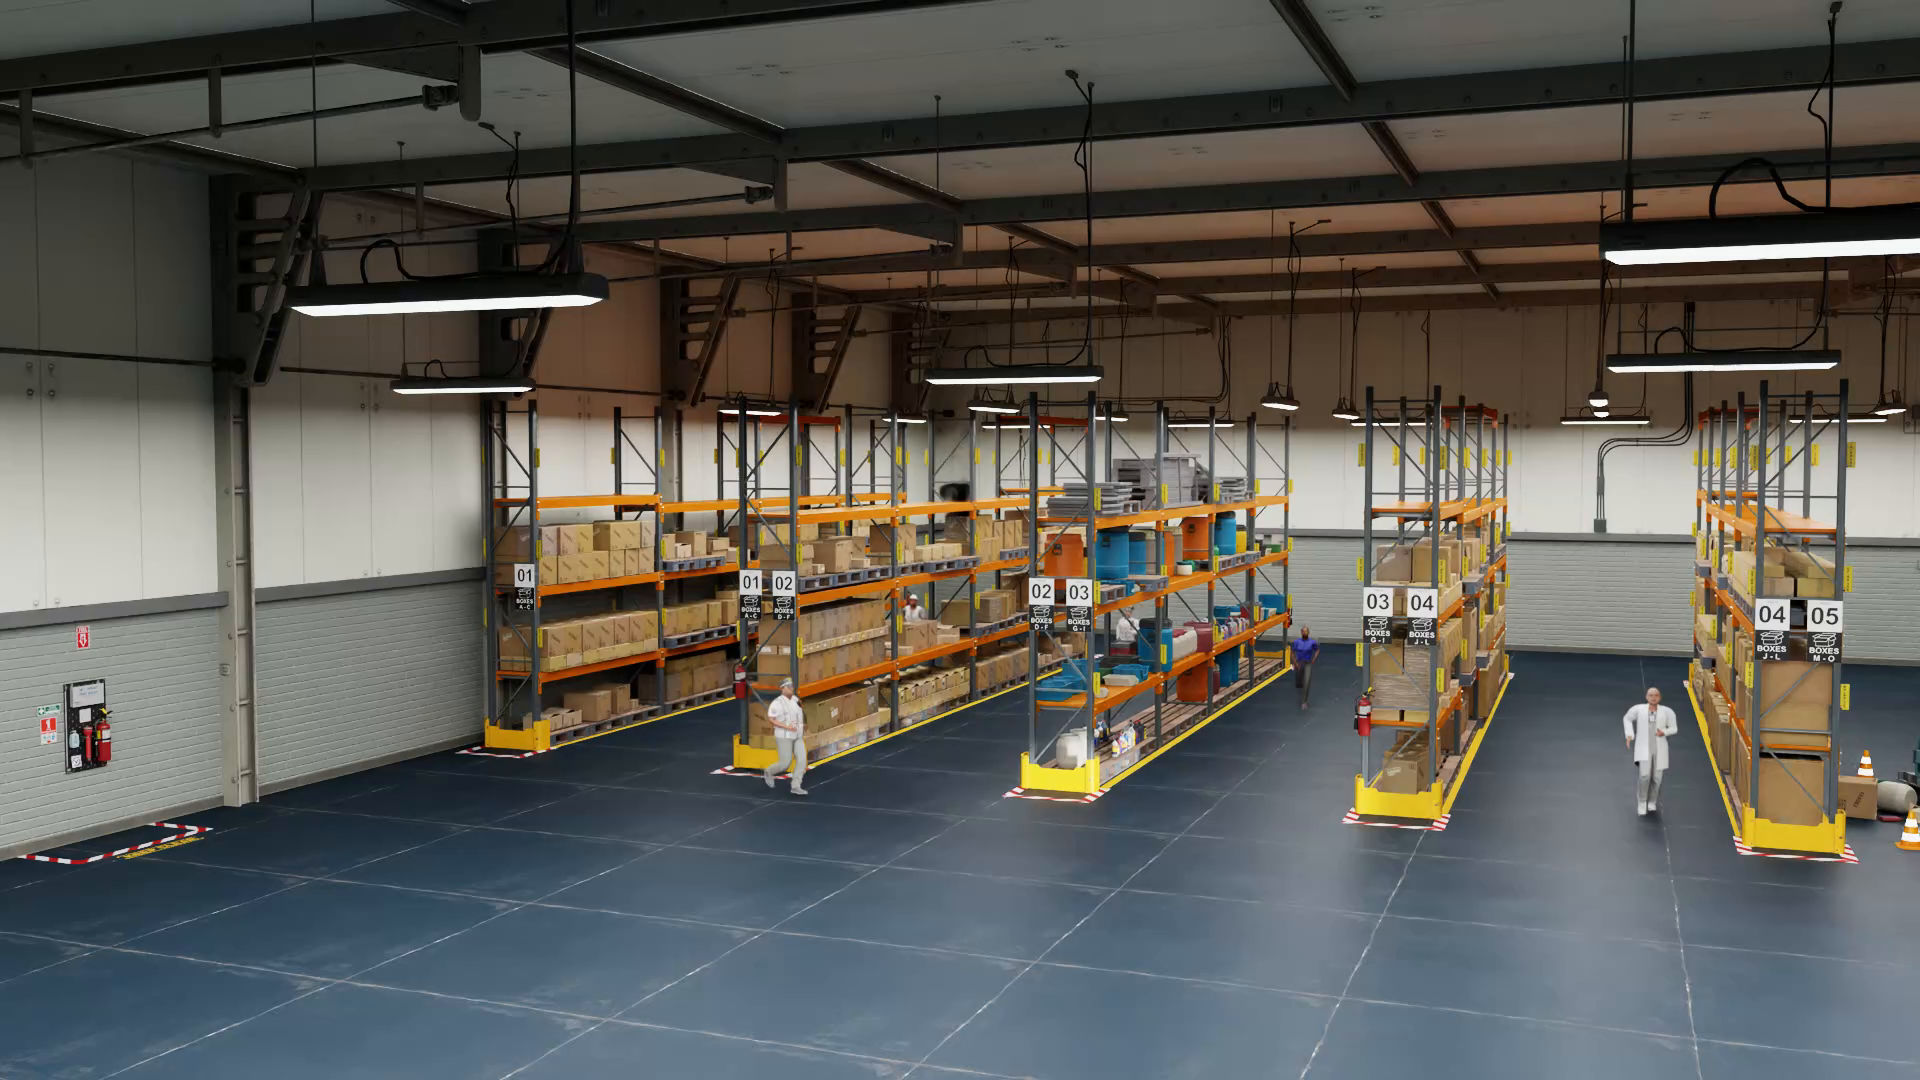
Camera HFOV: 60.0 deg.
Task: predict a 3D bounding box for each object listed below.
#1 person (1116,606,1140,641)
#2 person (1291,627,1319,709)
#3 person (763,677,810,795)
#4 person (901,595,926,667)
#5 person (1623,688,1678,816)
[{"bbox_3d":[3.747,2.279,37.122,0.604,1.656,0.897,1,3,18],"label":"person"},{"bbox_3d":[6.962,2.562,33.591,0.564,1.631,0.892,1,3,18],"label":"person"},{"bbox_3d":[-2.568,2.905,24.790,0.764,1.738,0.670,2,4,40],"label":"person"},{"bbox_3d":[-1.137,2.161,39.490,0.652,1.738,0.739,0,3,6],"label":"person"},{"bbox_3d":[9.687,2.966,23.313,0.676,1.795,0.780,1,3,15],"label":"person"}]
